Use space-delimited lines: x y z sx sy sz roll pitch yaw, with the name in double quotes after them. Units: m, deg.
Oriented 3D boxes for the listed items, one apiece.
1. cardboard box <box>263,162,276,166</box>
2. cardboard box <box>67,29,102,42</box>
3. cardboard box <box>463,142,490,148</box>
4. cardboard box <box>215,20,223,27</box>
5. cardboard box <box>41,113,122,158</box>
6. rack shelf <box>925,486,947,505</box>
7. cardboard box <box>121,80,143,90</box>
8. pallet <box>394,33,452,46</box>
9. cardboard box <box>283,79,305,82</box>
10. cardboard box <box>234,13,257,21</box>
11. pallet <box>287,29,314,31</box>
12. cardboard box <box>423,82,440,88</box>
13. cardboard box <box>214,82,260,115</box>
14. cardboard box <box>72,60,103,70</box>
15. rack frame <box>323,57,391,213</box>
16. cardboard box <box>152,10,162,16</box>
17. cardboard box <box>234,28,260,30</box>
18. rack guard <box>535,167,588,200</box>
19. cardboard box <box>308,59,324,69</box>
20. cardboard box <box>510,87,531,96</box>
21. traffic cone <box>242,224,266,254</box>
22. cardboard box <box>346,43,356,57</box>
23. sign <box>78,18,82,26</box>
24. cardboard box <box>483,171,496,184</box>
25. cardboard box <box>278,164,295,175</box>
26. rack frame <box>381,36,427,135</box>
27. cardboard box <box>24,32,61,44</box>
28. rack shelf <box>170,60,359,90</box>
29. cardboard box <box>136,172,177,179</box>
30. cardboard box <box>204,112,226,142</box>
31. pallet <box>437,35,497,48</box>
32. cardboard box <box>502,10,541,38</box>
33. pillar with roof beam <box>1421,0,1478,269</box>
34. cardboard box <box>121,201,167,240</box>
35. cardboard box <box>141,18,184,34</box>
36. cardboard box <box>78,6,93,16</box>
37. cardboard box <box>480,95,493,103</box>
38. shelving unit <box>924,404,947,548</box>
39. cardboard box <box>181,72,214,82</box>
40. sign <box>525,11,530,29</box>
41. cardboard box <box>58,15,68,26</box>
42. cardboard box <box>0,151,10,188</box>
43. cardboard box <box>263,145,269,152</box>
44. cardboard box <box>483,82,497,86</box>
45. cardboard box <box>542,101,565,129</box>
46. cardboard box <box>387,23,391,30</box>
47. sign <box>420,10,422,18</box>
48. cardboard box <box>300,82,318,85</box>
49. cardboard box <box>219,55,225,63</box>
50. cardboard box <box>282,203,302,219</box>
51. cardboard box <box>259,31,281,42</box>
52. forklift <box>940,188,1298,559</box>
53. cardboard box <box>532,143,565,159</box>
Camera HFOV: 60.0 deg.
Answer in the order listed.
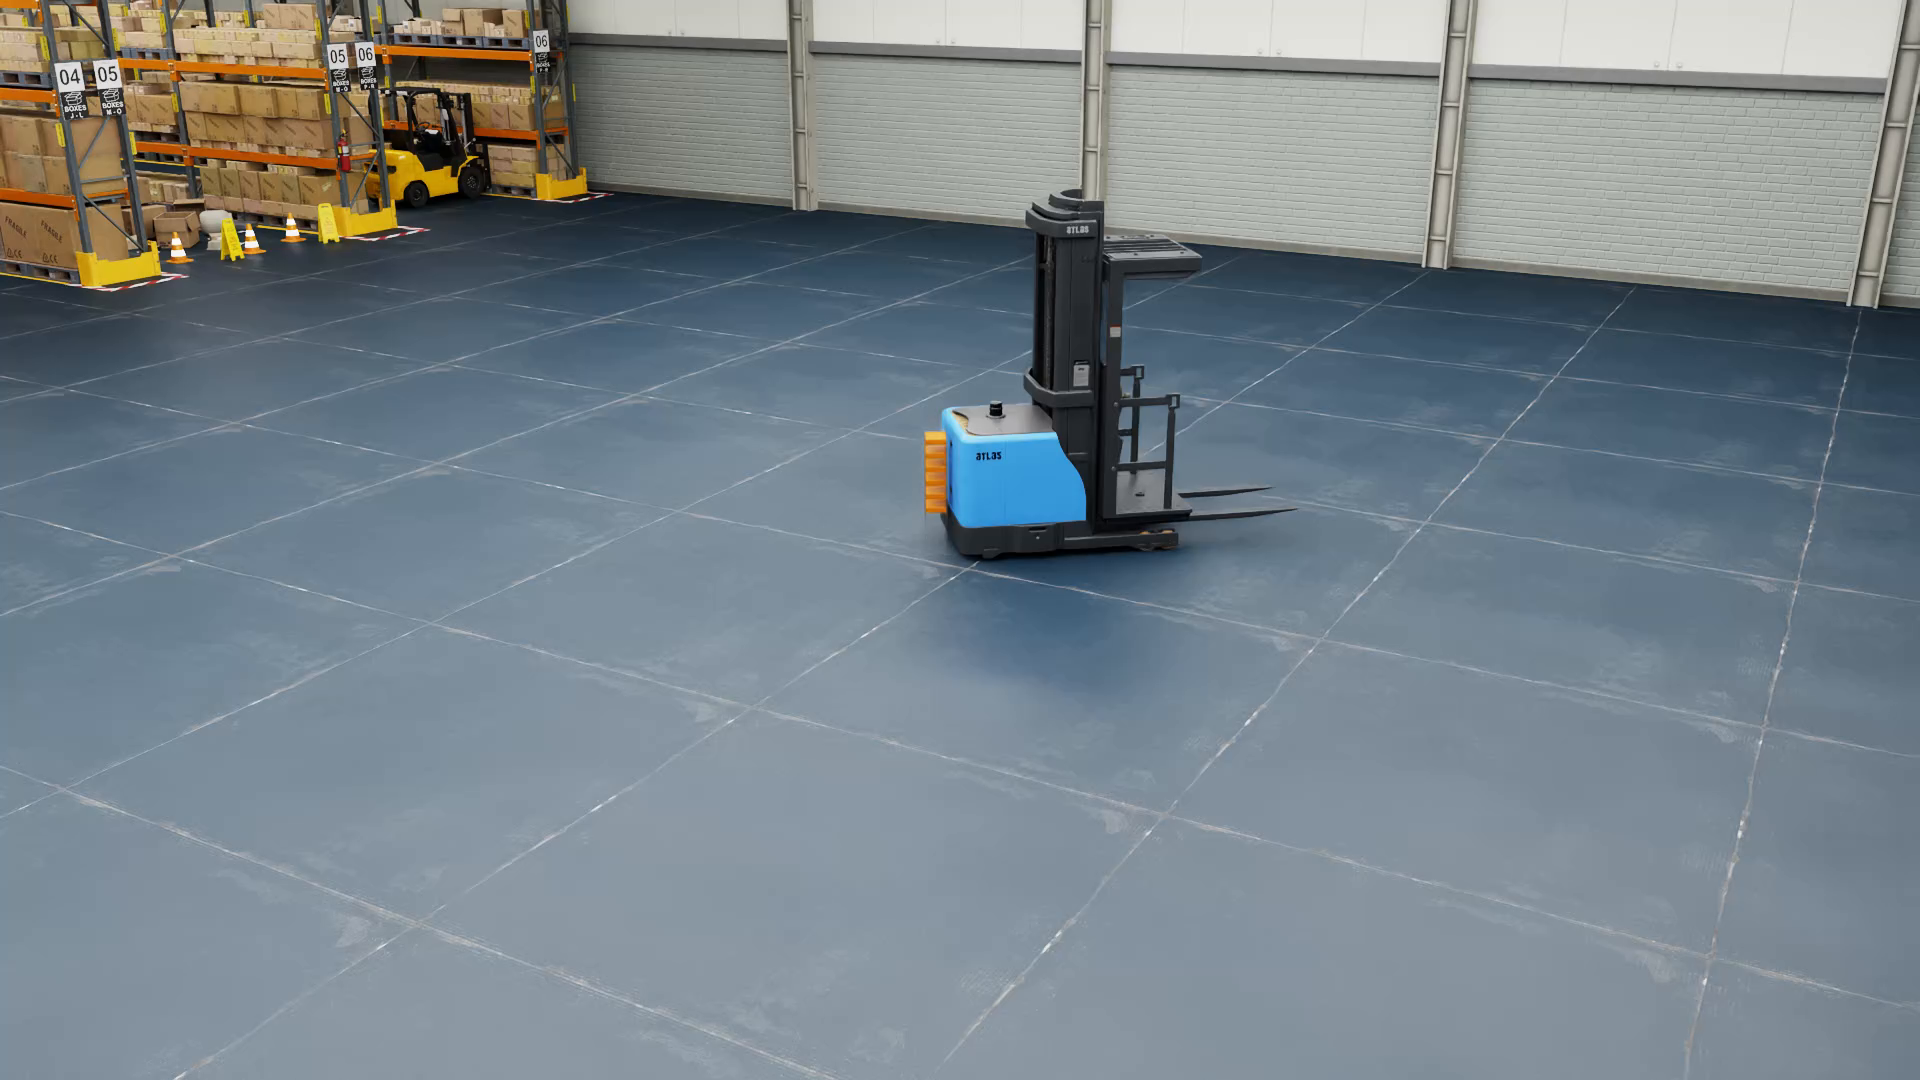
-12.832 -6.683 30.708 0.500 0.500 0.500 11 23 28 "cardboard box"
-12.894 -7.435 24.499 0.250 0.149 0.380 11 23 28 "cardboard box"
-9.901 -7.951 33.836 0.500 0.250 0.500 10 22 26 "cardboard box"
-16.098 -11.315 36.396 0.250 0.149 0.380 11 23 27 "cardboard box"
-13.063 -6.024 24.771 0.550 0.550 0.875 11 23 27 "cardboard box"
-0.207 -0.384 14.146 0.180 0.103 0.258 -1 20 -2 "rack shelf"
-15.850 -8.695 31.786 0.250 0.149 0.380 10 22 25 "cardboard box"
-10.749 -10.241 33.930 1.213 0.211 1.003 11 23 27 "pallet"
-14.616 -10.030 36.520 0.250 0.149 0.380 12 23 29 "cardboard box"
-15.443 -11.308 35.941 0.250 0.149 0.380 12 23 29 "cardboard box"
-14.363 -10.907 35.913 1.003 0.211 1.213 12 23 30 "pallet"
-10.699 -9.228 33.871 0.250 0.149 0.380 11 23 28 "cardboard box"
-12.785 -7.865 29.599 0.500 0.500 0.700 10 22 26 "cardboard box"
-12.901 -7.062 24.642 0.250 0.149 0.380 11 23 28 "cardboard box"
-10.432 -6.863 28.887 0.127 3.000 1.000 11 23 27 "rack frame"
-17.738 -11.720 37.048 0.250 0.149 0.380 10 22 26 "cardboard box"
-12.803 -9.113 29.890 0.250 0.149 0.380 12 23 29 "cardboard box"
-7.994 -7.163 33.378 0.348 0.500 1.175 11 23 27 "rack guard"
-10.880 -8.132 28.353 0.250 0.149 0.380 11 23 28 "cardboard box"
-8.661 -8.862 32.863 0.250 0.149 0.380 11 23 27 "cardboard box"
-11.681 -4.971 27.392 0.334 0.463 0.336 11 23 27 "traffic cone"
-10.741 -8.506 28.800 0.500 0.250 0.500 10 22 26 "cardboard box"
-17.150 -10.008 32.400 0.005 0.325 0.100 11 23 27 "sign"
-9.441 -7.402 33.789 0.500 0.250 0.500 11 23 28 "cardboard box"
-11.830 -6.565 29.430 0.250 0.149 0.380 11 23 28 "cardboard box"
-11.507 -9.007 34.797 0.127 3.000 1.000 11 23 27 "rack frame"
-13.217 -7.239 23.961 0.250 0.149 0.380 11 23 28 "cardboard box"
-12.178 -8.268 29.415 4.000 0.370 1.077 11 23 27 "rack shelf"
-15.620 -6.811 31.980 0.625 0.372 0.950 12 23 29 "cardboard box"
-13.226 -7.483 30.012 0.500 0.500 0.500 11 23 27 "cardboard box"
-9.688 -10.038 33.370 1.213 0.211 1.003 11 23 27 "pallet"
-8.520 -10.044 32.348 0.500 0.500 0.500 12 23 29 "cardboard box"
5.432 -7.271 21.213 0.400 9.000 9.100 11 23 27 "pillar with roof beam"
-14.021 -5.445 28.439 0.503 0.637 0.797 11 23 27 "cardboard box"
-14.492 -9.359 30.240 0.500 0.250 0.500 11 23 29 "cardboard box"
-19.935 -12.233 38.341 0.500 0.250 0.500 11 23 28 "cardboard box"
-9.355 -8.838 33.233 0.250 0.149 0.380 10 22 26 "cardboard box"
-0.207 -0.538 14.090 0.189 1.200 0.258 -1 20 -2 "shelving unit"
-17.040 -10.218 37.373 0.500 0.500 0.700 11 23 27 "cardboard box"
-8.291 -9.972 31.875 0.005 0.325 0.100 11 23 27 "sign"
-20.834 -12.160 38.873 0.500 0.250 0.500 10 22 26 "cardboard box"
-14.505 -5.783 25.689 0.500 0.550 0.875 11 23 27 "cardboard box"
-12.188 -7.004 29.643 0.250 0.149 0.380 11 23 27 "cardboard box"
-9.540 -9.219 33.846 0.250 0.149 0.380 11 23 28 "cardboard box"
-8.312 -8.554 33.401 0.500 0.500 0.500 12 23 29 "cardboard box"
-12.152 -10.743 34.789 0.250 0.149 0.380 11 23 27 "cardboard box"
-11.237 -10.863 34.640 0.005 0.325 0.100 11 23 27 "sign"
-13.925 -9.732 35.697 0.250 0.149 0.380 11 23 28 "cardboard box"
-12.873 -8.526 29.440 0.250 0.149 0.380 10 22 26 "cardboard box"
-11.717 -5.911 29.678 0.500 0.250 0.500 11 23 27 "cardboard box"
-11.932 -8.742 28.865 0.250 0.149 0.380 10 22 26 "cardboard box"
1.397 -1.454 14.074 3.031 2.935 1.130 -4 20 -11 "forklift"
-8.342 -7.853 33.565 0.500 0.250 0.500 10 22 26 "cardboard box"
